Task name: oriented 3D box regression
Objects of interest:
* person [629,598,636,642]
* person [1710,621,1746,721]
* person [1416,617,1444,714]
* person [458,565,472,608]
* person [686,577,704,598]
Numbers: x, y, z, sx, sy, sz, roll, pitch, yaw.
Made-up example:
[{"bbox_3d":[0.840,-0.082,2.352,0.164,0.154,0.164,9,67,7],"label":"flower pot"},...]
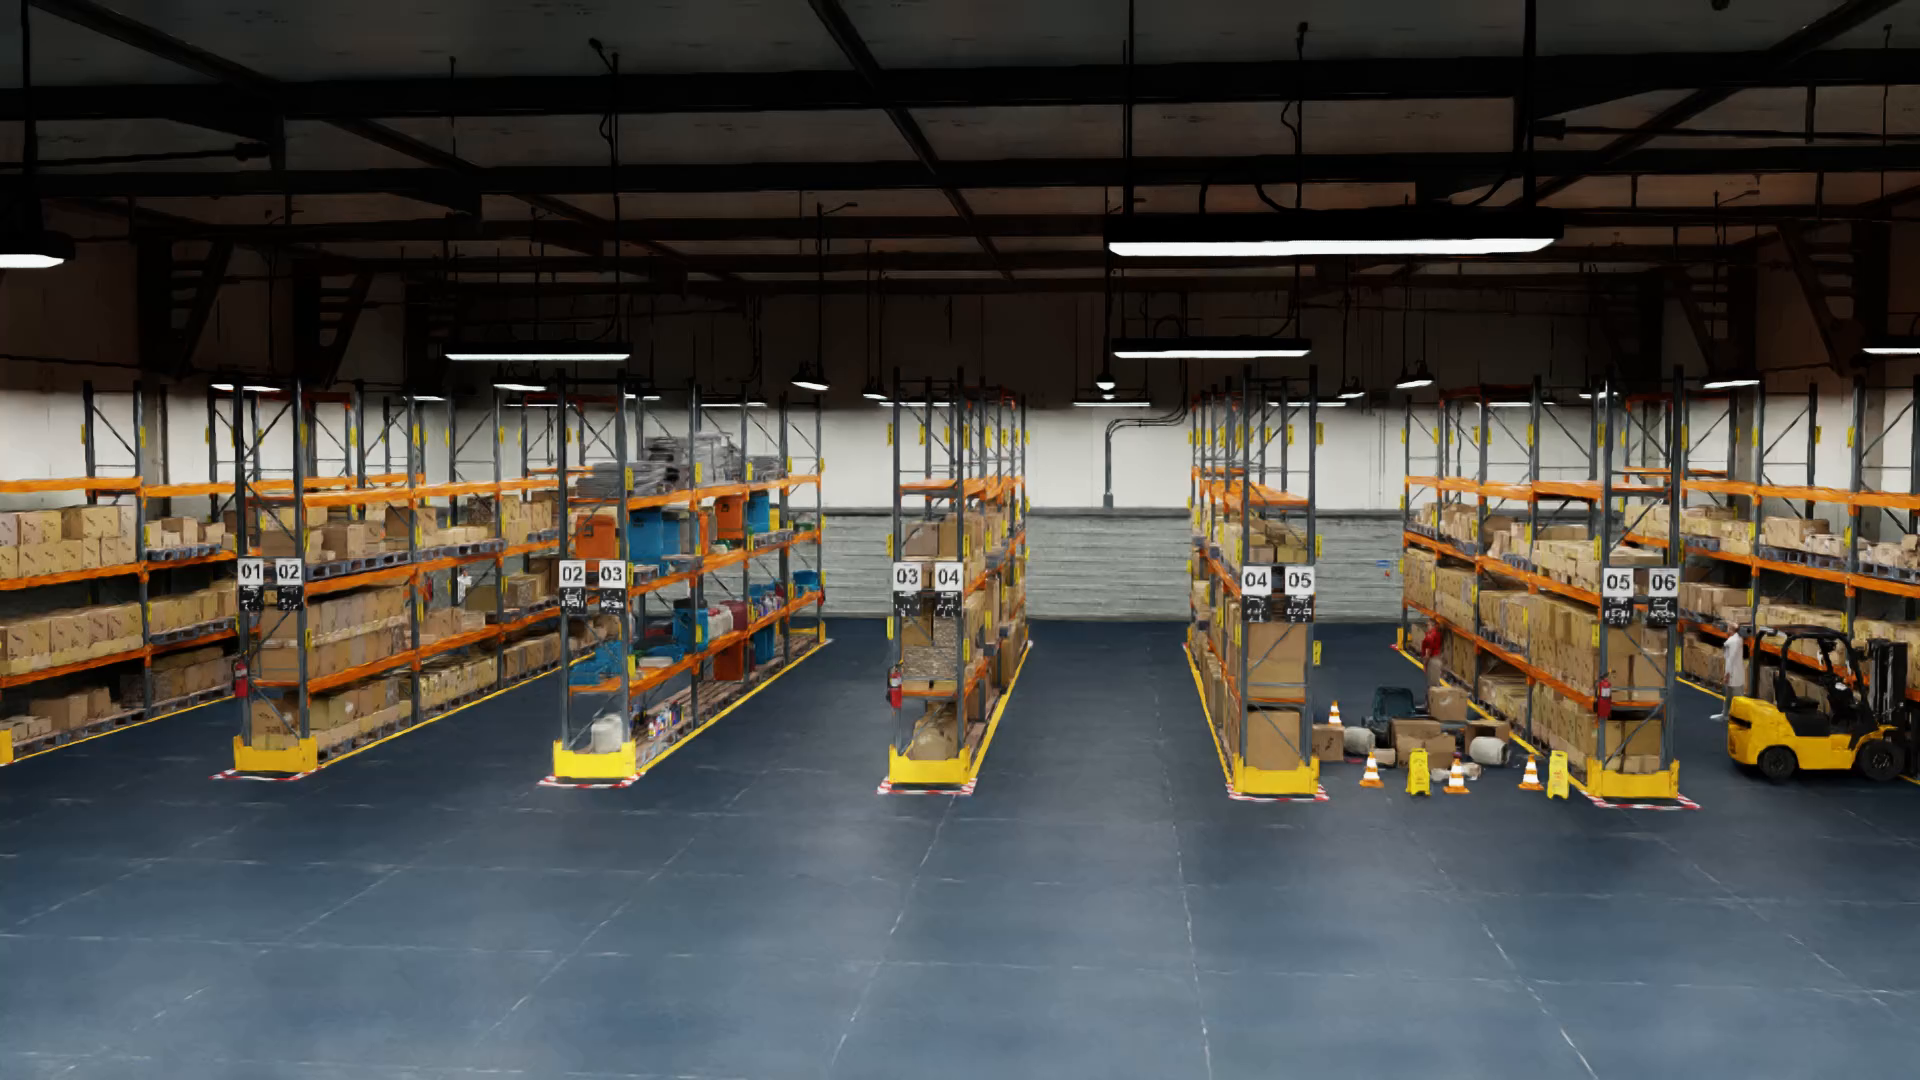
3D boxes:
[{"bbox_3d":[-6.758,2.030,34.116,0.454,1.679,0.538,-1,4,-22],"label":"person"},{"bbox_3d":[13.428,2.297,28.962,0.641,1.772,0.692,2,4,29],"label":"person"},{"bbox_3d":[8.512,2.259,30.106,0.593,1.712,0.651,2,4,30],"label":"person"},{"bbox_3d":[-12.787,1.480,43.083,0.685,1.672,0.555,-4,5,-45],"label":"person"},{"bbox_3d":[-7.019,1.431,43.415,0.703,1.762,0.474,-3,5,-44],"label":"person"}]
